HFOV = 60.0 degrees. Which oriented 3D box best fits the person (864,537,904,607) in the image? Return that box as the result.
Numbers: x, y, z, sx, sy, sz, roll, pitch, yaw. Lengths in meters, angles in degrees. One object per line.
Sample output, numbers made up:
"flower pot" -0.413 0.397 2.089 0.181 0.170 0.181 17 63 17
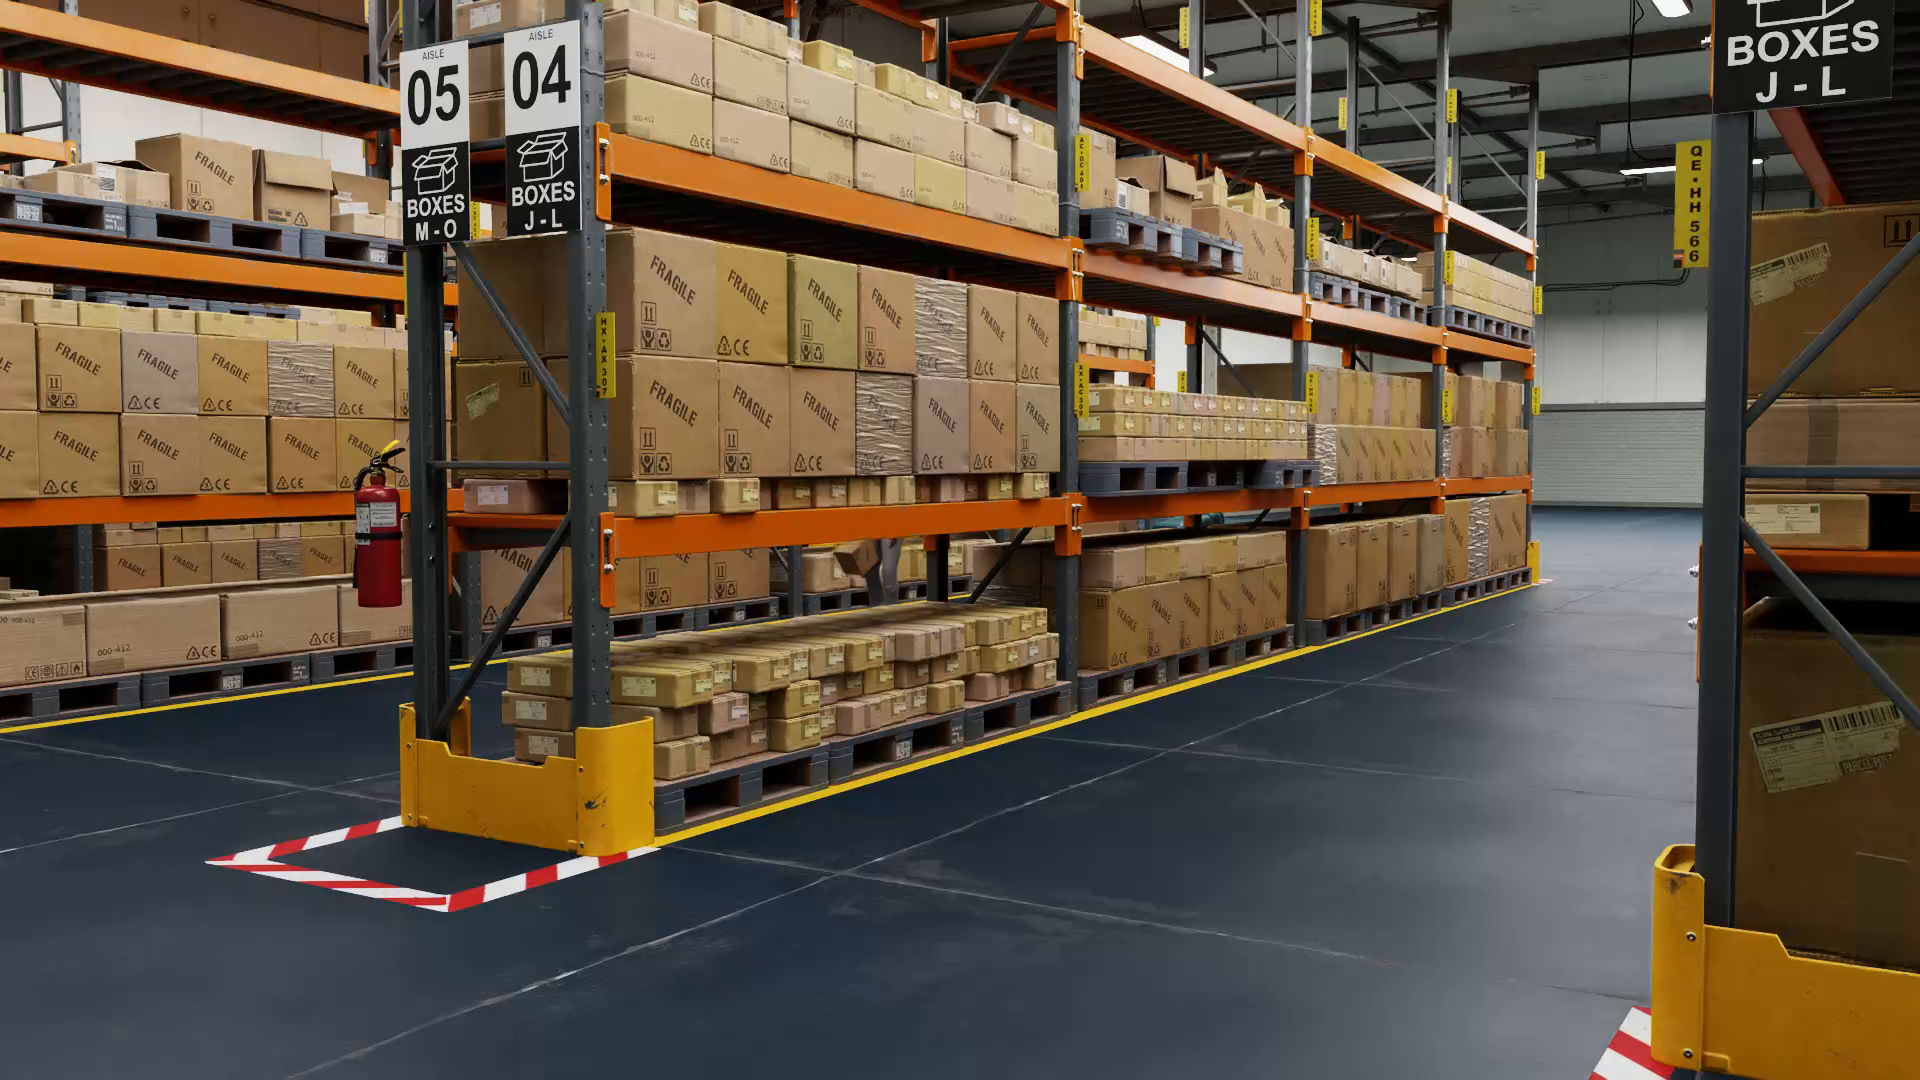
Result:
"person" -0.726 -0.064 15.123 0.532 1.688 0.452 2 4 34
